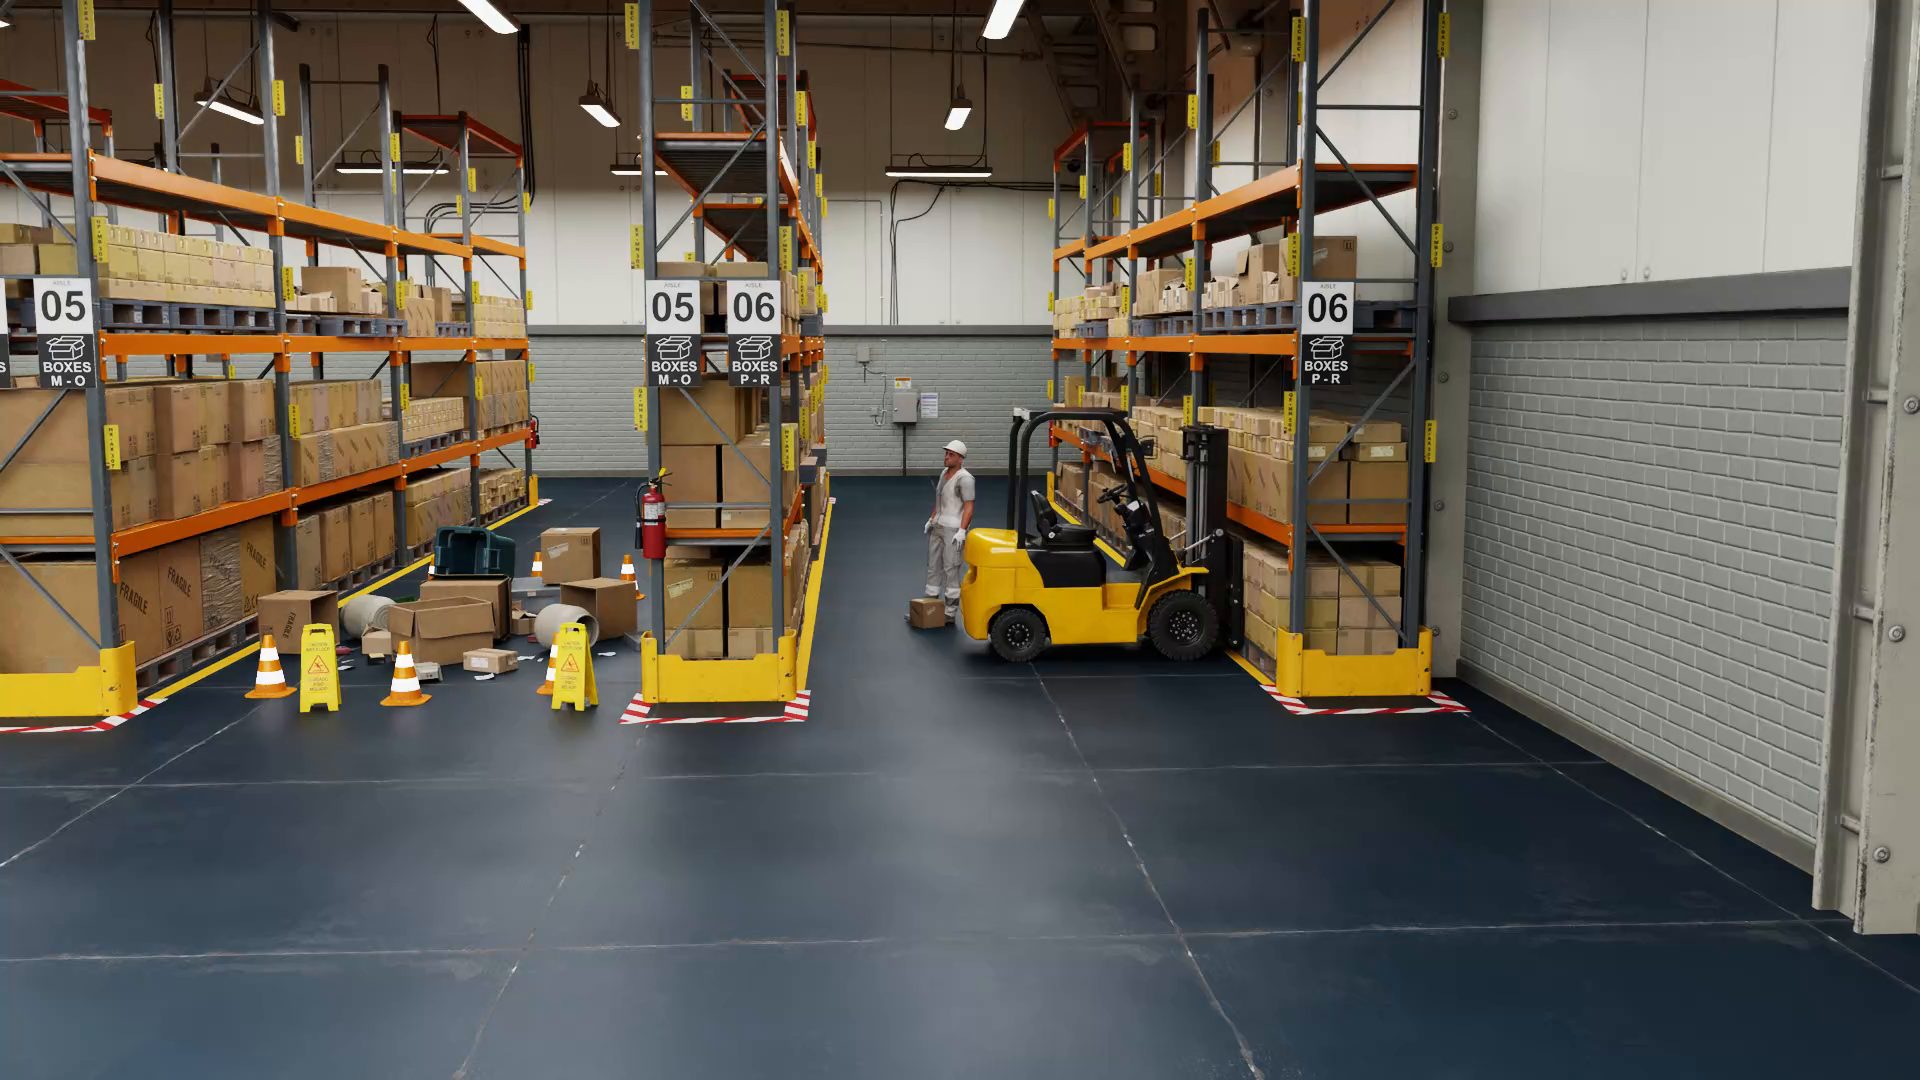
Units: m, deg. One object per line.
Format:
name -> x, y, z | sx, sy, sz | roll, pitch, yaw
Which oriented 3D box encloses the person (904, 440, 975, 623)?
person -> -0.177, -0.077, 16.208 | 0.562, 1.790, 0.637 | -4, 8, -33
